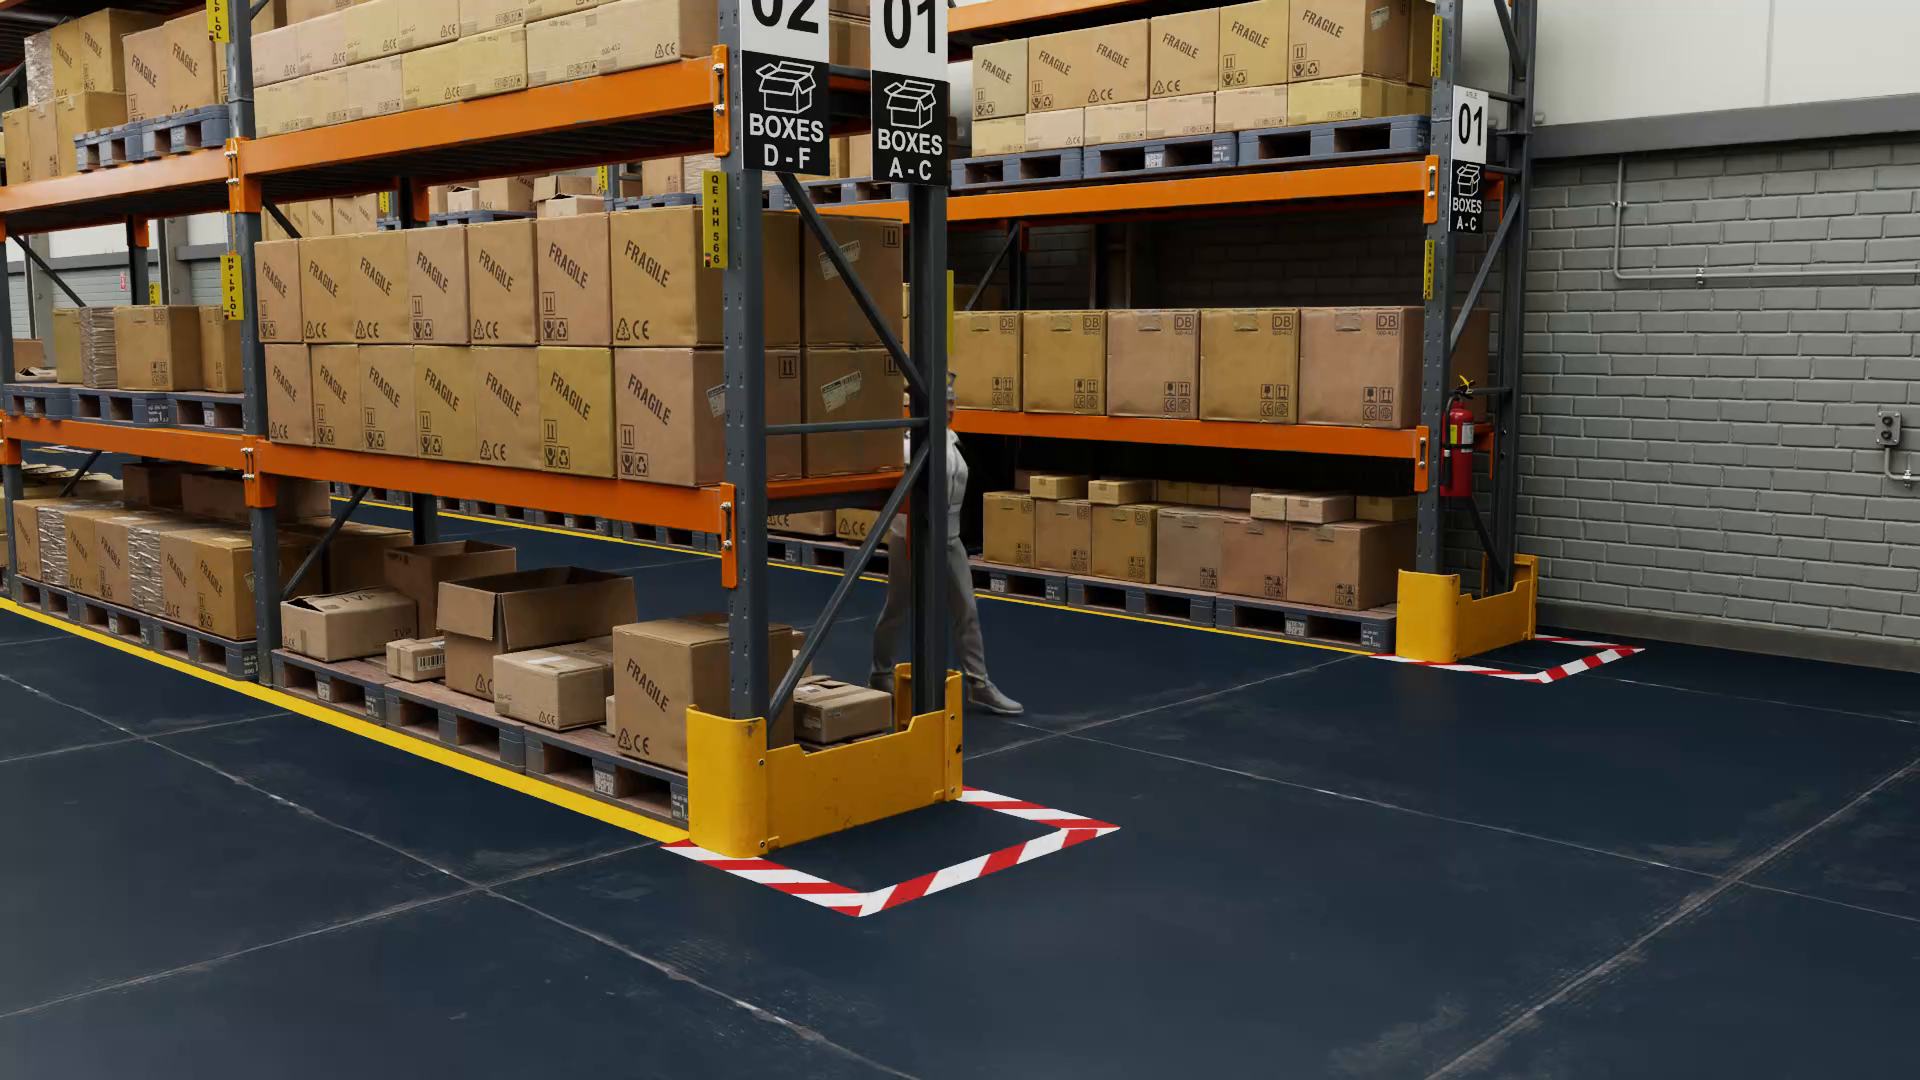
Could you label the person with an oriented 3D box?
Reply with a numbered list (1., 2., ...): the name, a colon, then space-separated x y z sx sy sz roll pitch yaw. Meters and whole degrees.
1. person: -0.134 0.008 8.116 0.846 1.656 0.490 6 10 42
